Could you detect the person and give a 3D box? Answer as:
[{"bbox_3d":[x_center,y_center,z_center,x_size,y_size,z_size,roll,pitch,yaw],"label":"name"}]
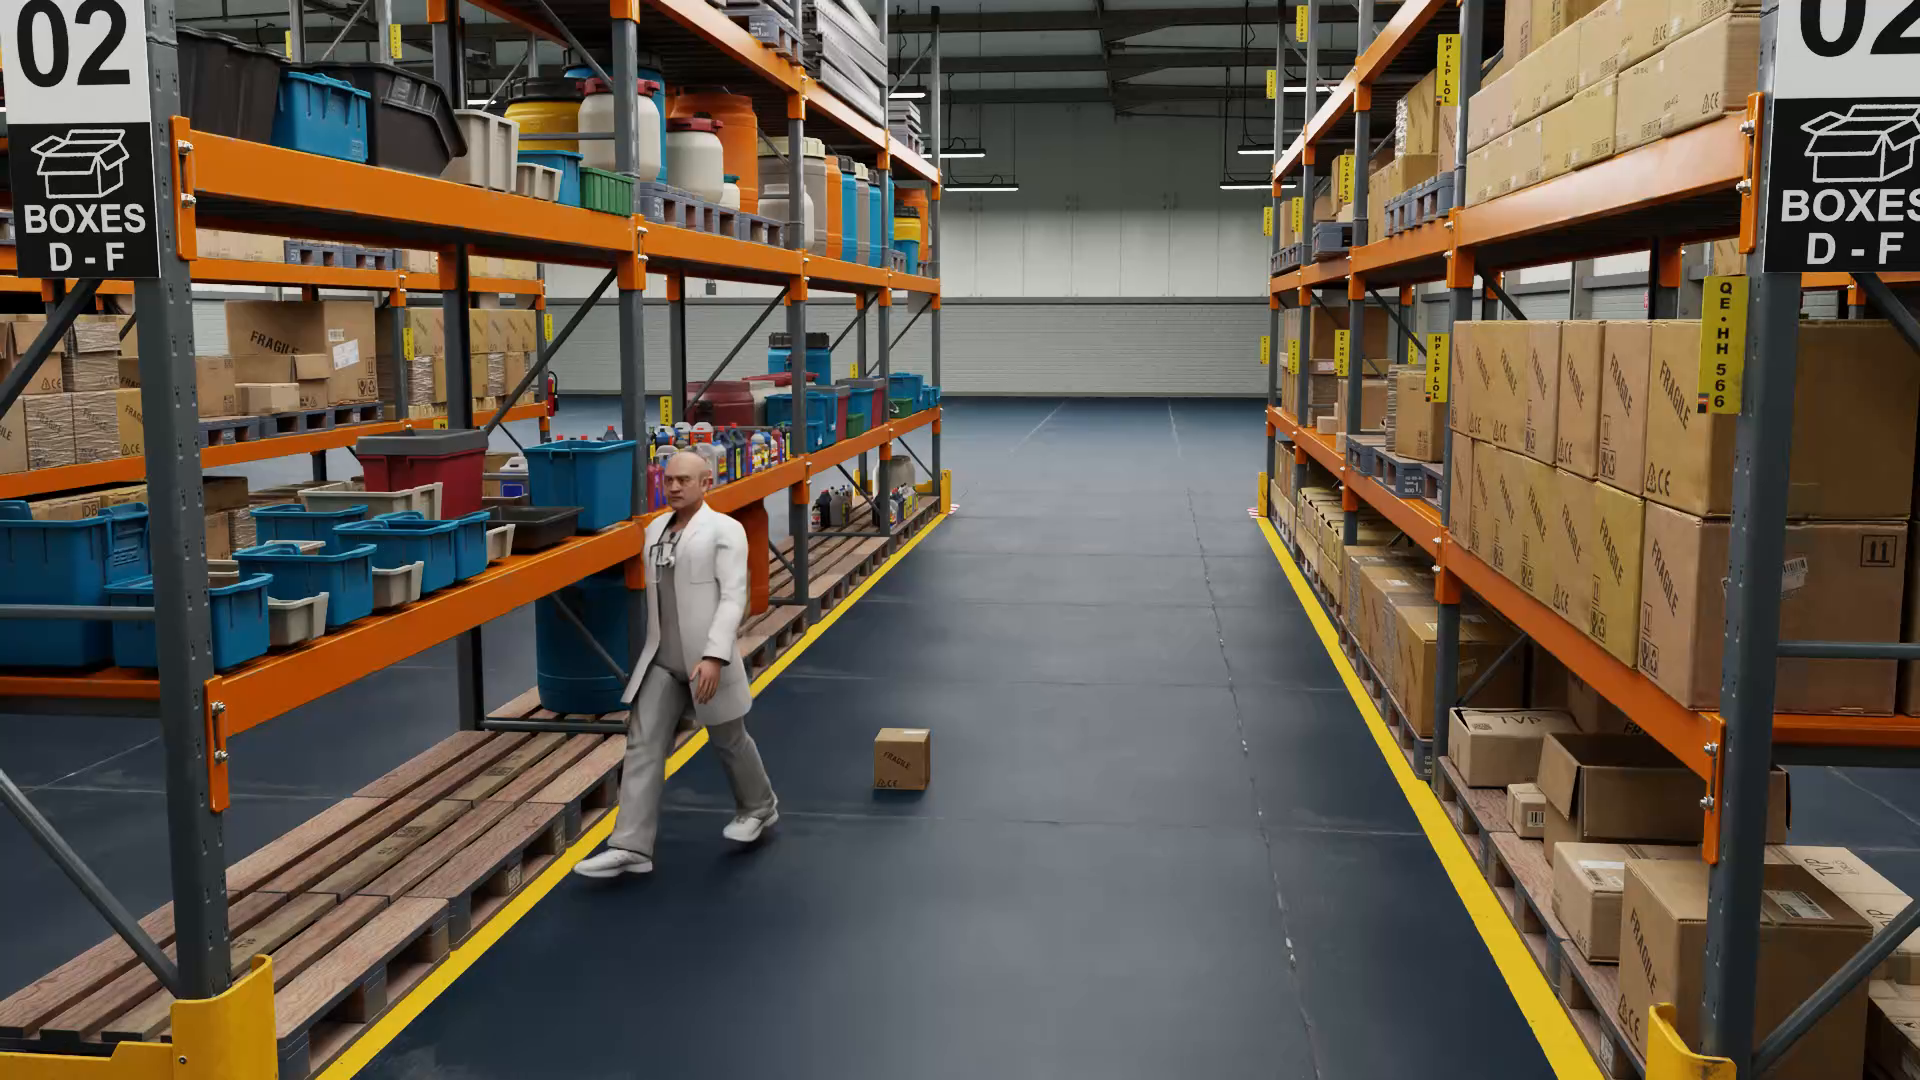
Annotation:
[{"bbox_3d":[-1.157,0.503,6.972,0.598,1.736,1.063,4,8,26],"label":"person"}]
